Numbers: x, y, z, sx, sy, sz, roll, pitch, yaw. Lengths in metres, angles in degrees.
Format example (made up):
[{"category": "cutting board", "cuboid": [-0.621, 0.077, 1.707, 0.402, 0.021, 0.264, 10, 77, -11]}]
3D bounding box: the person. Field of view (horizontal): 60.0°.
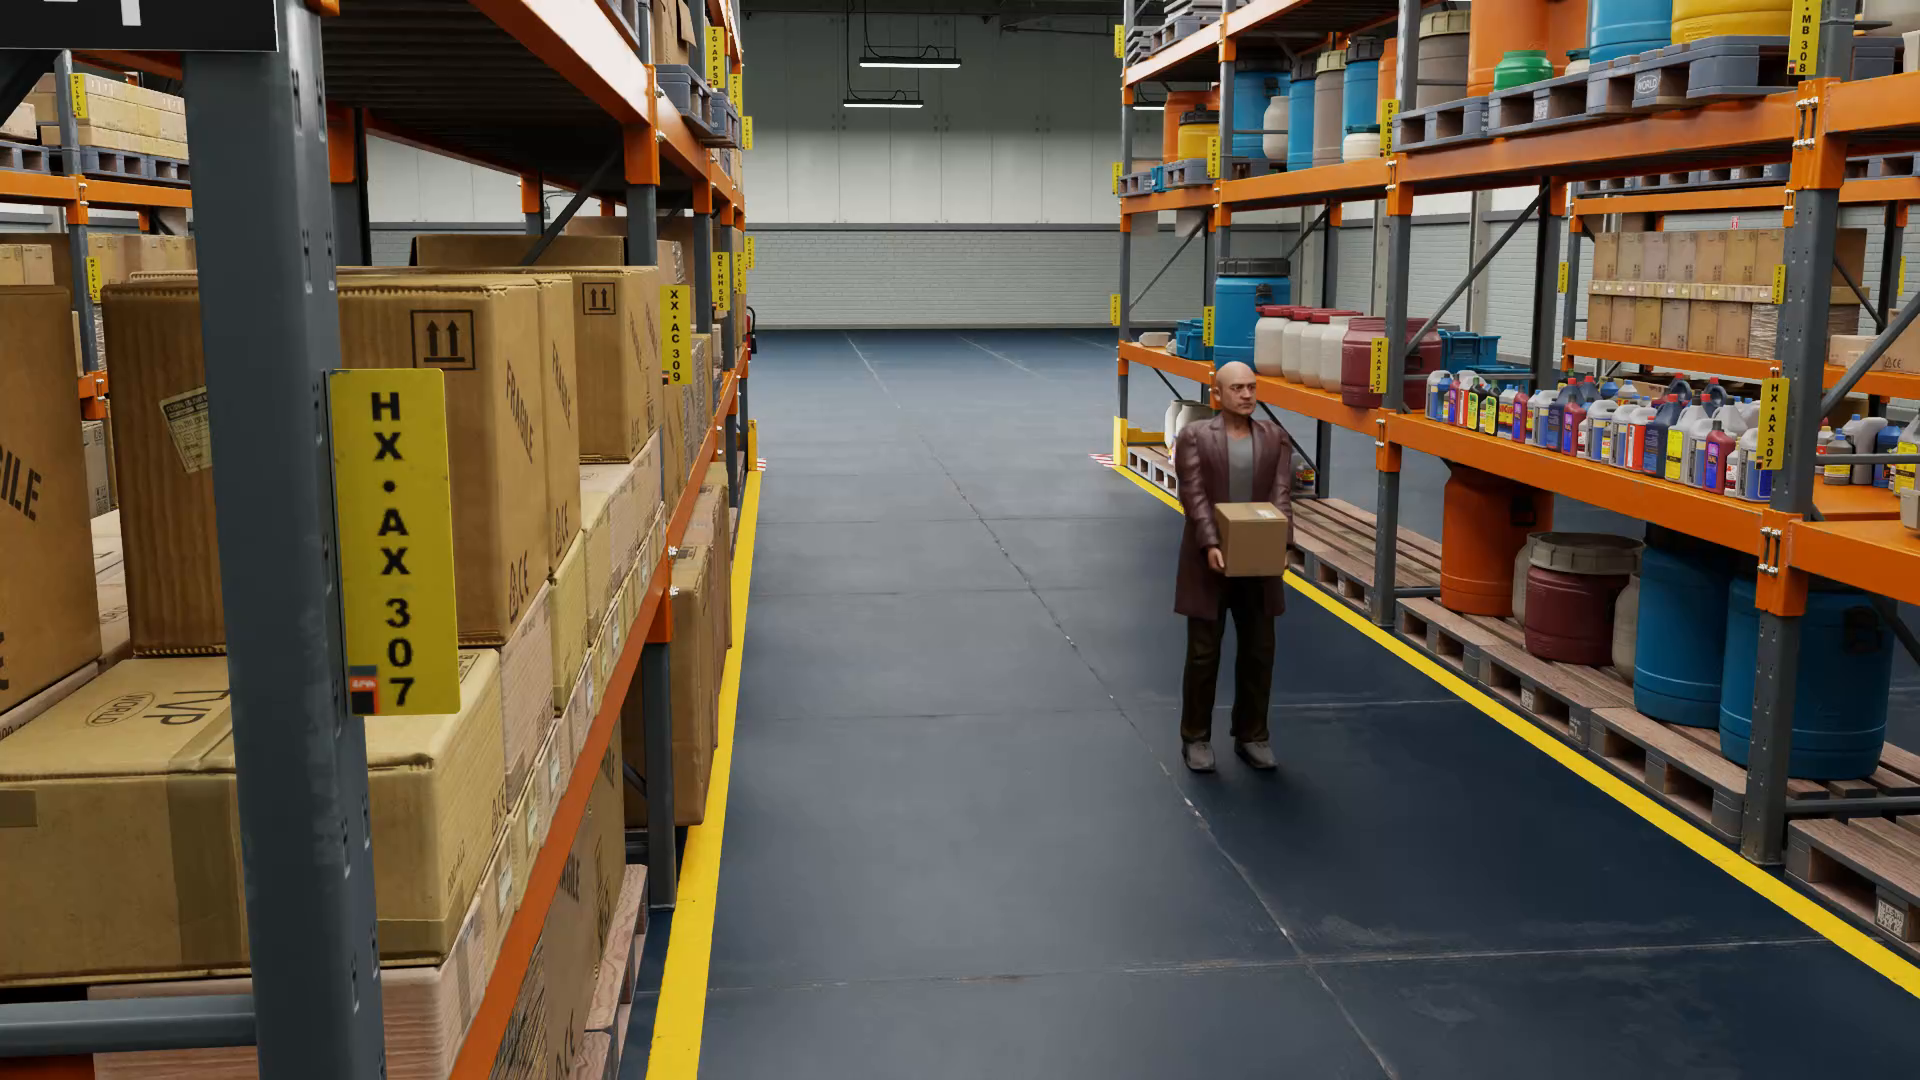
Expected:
[{"category": "person", "cuboid": [1.204, 0.127, 7.215, 0.524, 1.779, 0.545, -1, 10, -6]}]
